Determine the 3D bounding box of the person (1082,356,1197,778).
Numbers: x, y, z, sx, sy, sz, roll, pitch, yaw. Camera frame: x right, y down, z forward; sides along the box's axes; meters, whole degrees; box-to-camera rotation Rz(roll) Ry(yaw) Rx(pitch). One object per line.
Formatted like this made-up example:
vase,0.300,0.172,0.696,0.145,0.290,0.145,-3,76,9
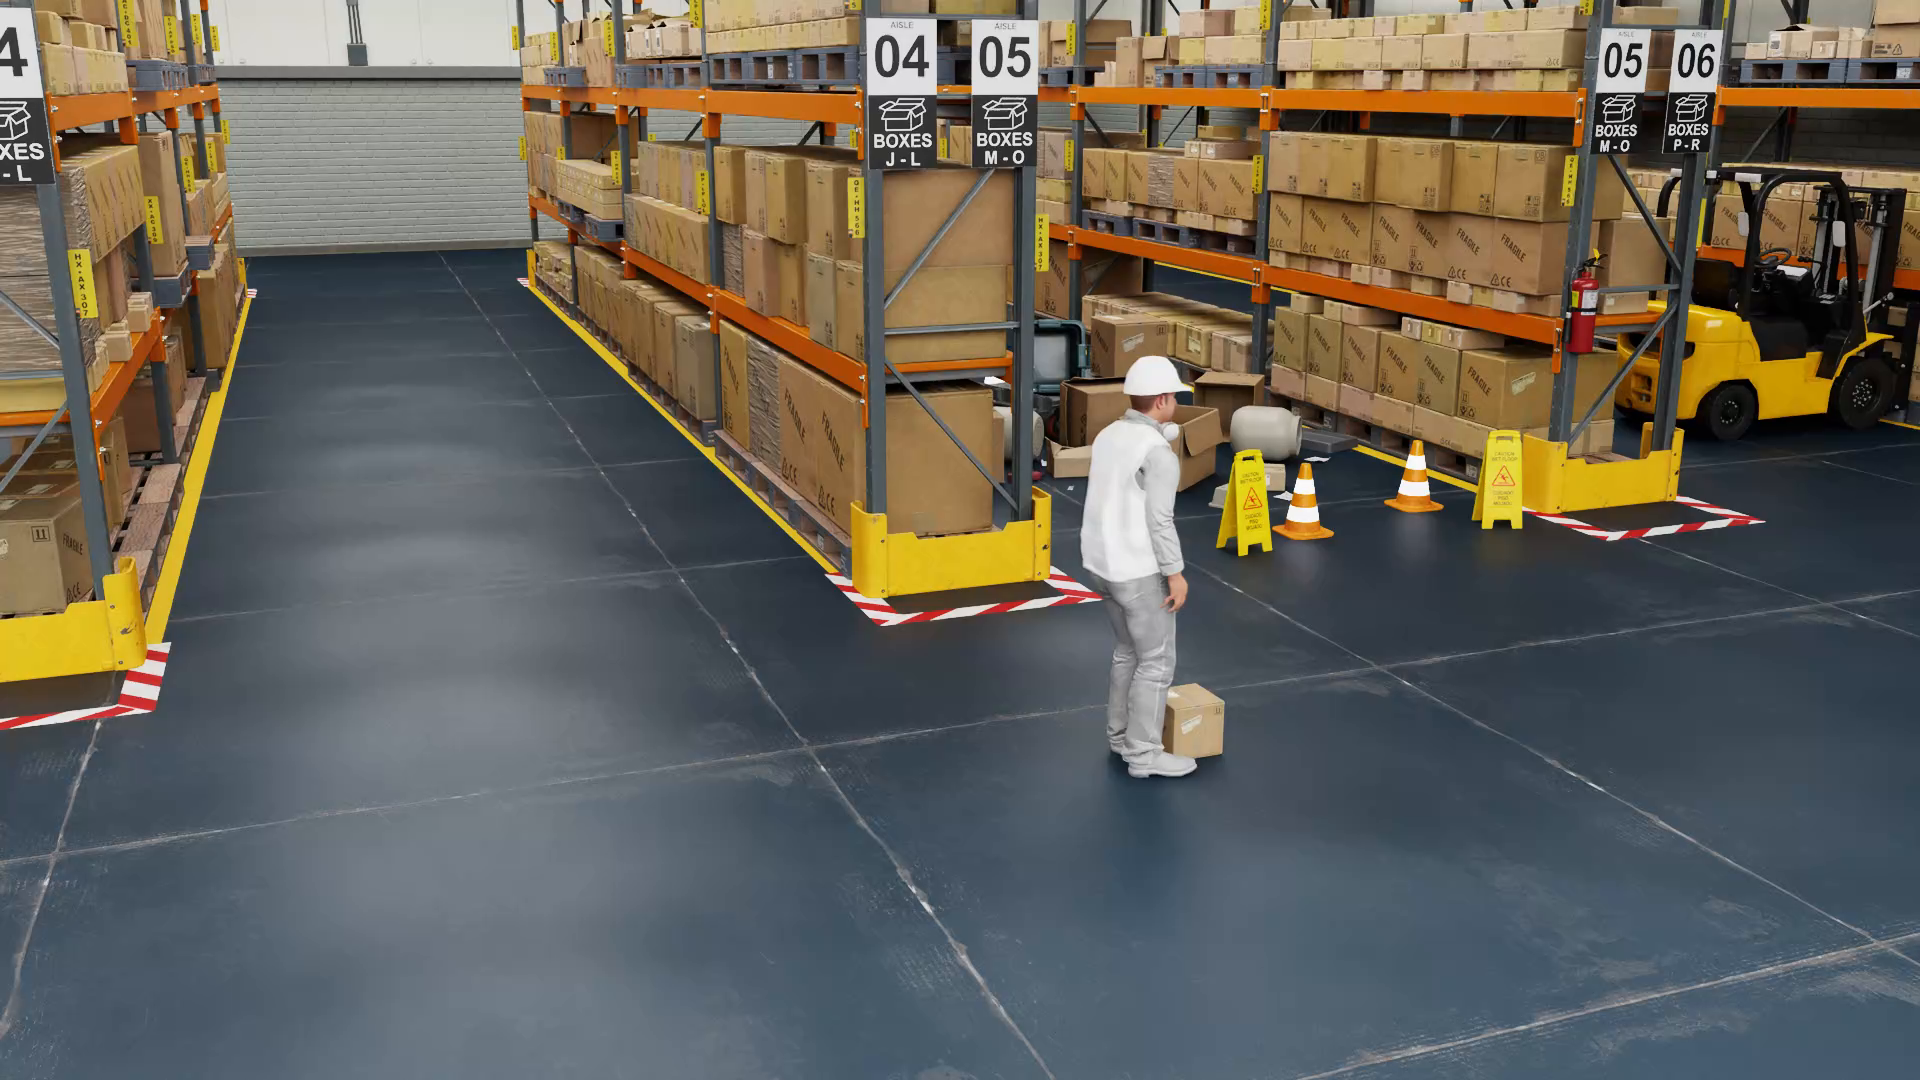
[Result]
person,0.765,0.104,7.099,0.463,1.771,0.580,-6,17,-20
